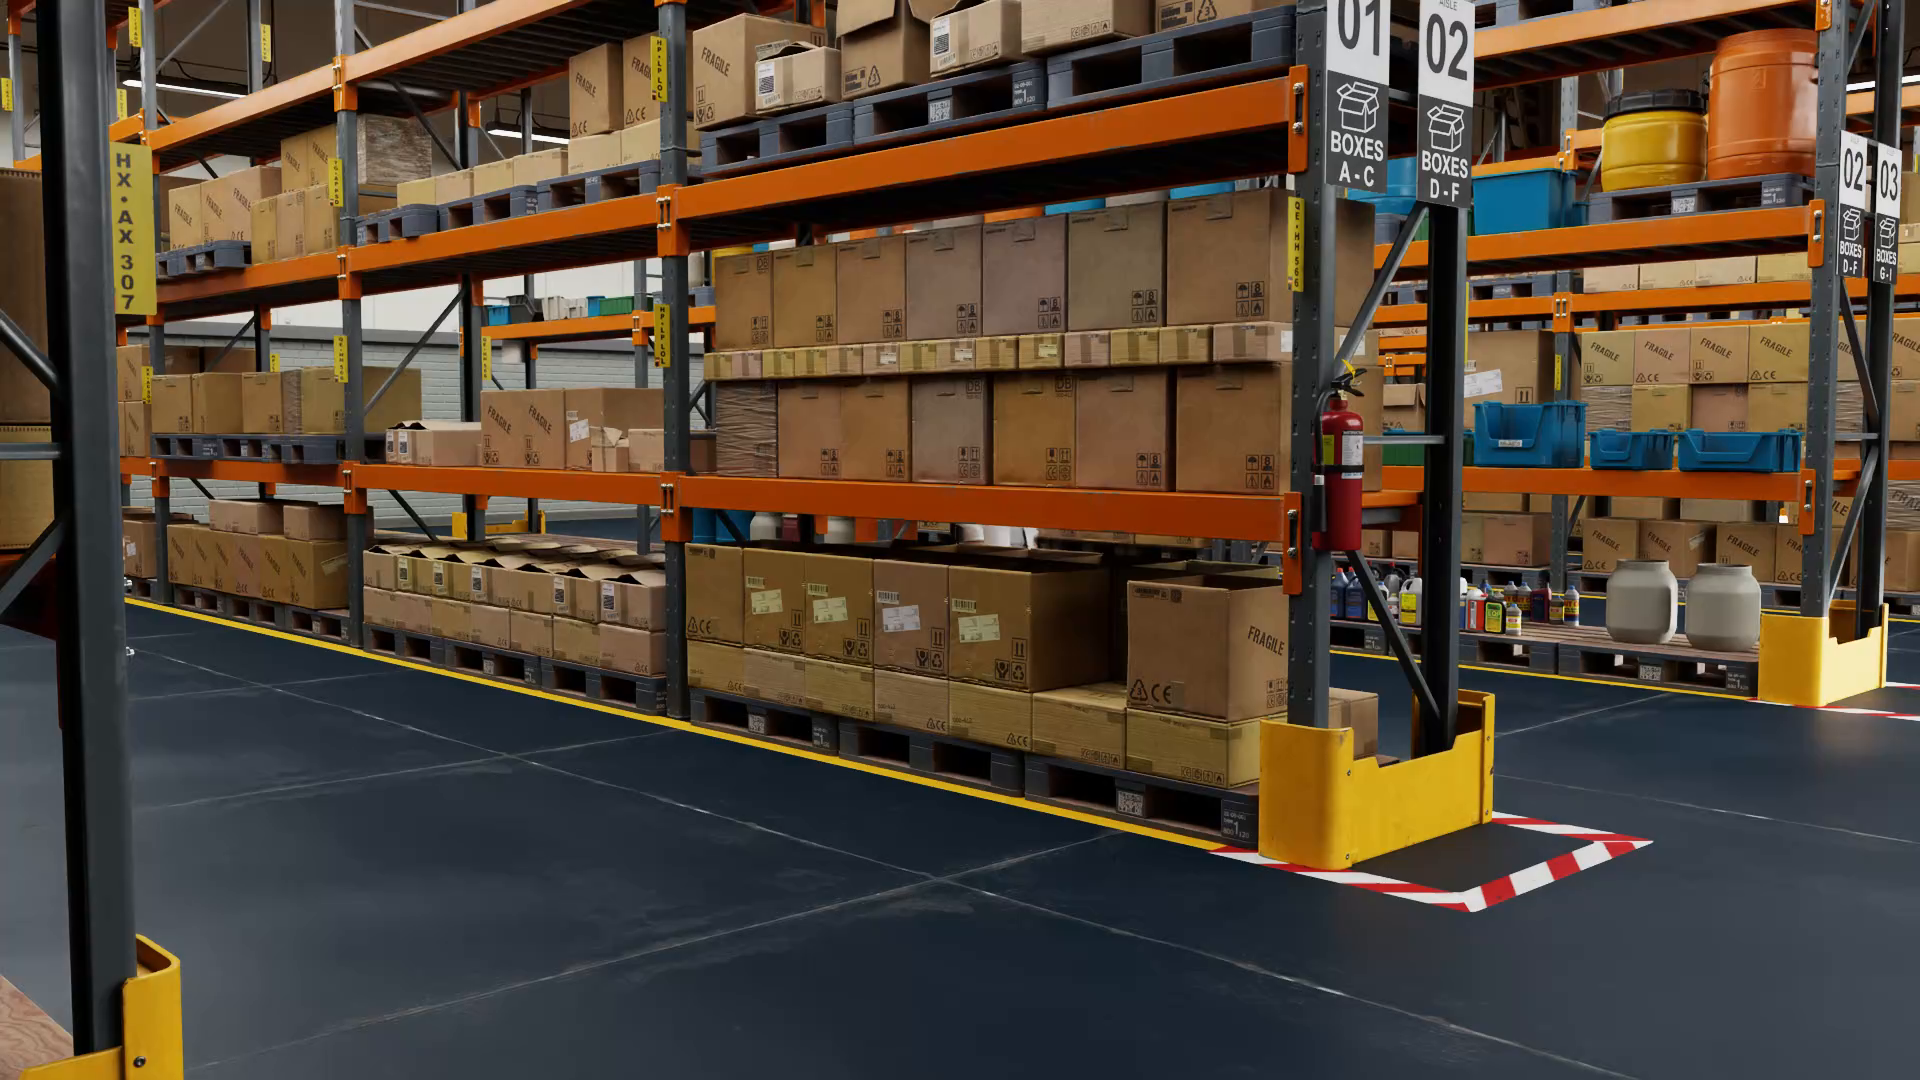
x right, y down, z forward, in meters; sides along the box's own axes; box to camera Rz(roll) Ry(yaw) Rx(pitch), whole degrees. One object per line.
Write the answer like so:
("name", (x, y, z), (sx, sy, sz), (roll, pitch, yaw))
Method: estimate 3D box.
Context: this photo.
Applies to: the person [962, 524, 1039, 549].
("person", (0.243, 0.038, 9.846), (0.565, 1.837, 0.447), (-3, 5, -42))
